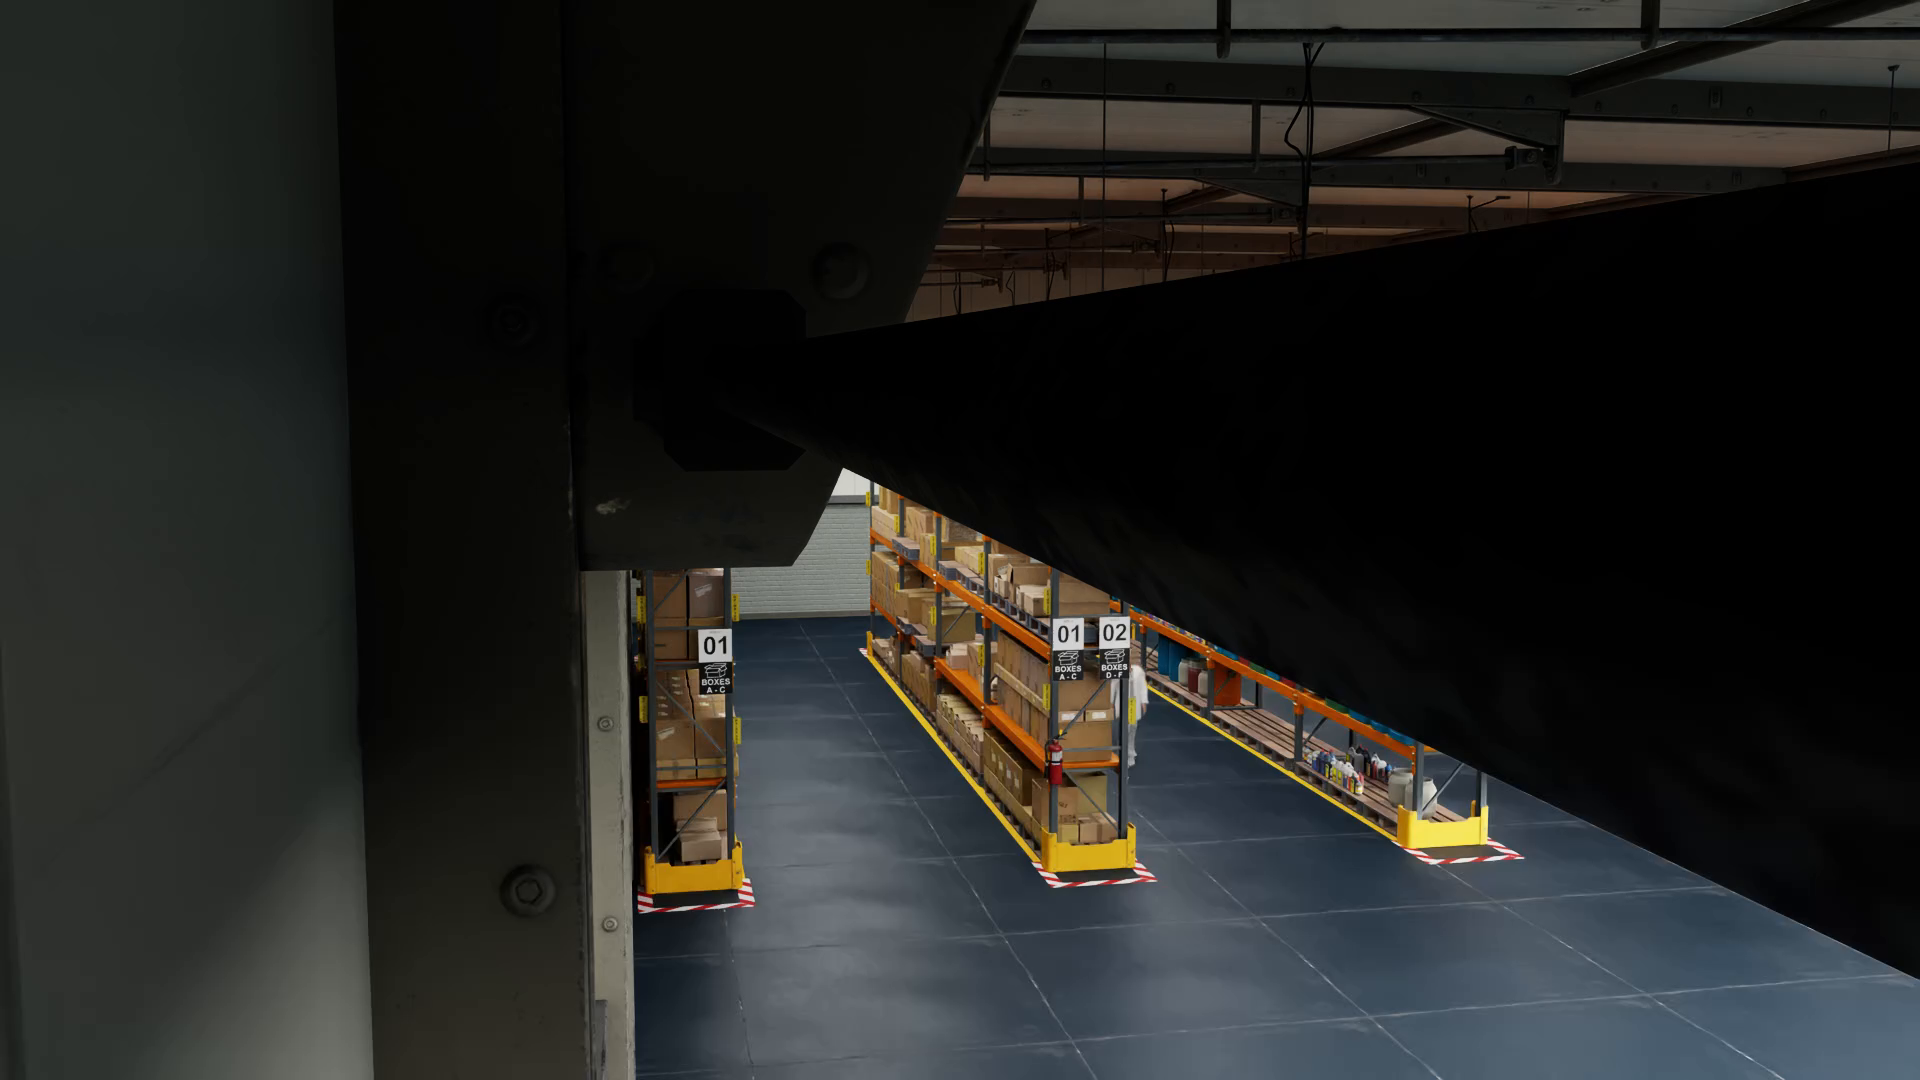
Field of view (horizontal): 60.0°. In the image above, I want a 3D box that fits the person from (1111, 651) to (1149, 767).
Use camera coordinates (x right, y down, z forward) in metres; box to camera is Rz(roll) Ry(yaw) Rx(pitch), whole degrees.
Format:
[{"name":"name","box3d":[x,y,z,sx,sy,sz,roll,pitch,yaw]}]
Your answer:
[{"name":"person","box3d":[2.713,2.682,26.715,0.617,1.819,0.845,-1,6,-9]}]
